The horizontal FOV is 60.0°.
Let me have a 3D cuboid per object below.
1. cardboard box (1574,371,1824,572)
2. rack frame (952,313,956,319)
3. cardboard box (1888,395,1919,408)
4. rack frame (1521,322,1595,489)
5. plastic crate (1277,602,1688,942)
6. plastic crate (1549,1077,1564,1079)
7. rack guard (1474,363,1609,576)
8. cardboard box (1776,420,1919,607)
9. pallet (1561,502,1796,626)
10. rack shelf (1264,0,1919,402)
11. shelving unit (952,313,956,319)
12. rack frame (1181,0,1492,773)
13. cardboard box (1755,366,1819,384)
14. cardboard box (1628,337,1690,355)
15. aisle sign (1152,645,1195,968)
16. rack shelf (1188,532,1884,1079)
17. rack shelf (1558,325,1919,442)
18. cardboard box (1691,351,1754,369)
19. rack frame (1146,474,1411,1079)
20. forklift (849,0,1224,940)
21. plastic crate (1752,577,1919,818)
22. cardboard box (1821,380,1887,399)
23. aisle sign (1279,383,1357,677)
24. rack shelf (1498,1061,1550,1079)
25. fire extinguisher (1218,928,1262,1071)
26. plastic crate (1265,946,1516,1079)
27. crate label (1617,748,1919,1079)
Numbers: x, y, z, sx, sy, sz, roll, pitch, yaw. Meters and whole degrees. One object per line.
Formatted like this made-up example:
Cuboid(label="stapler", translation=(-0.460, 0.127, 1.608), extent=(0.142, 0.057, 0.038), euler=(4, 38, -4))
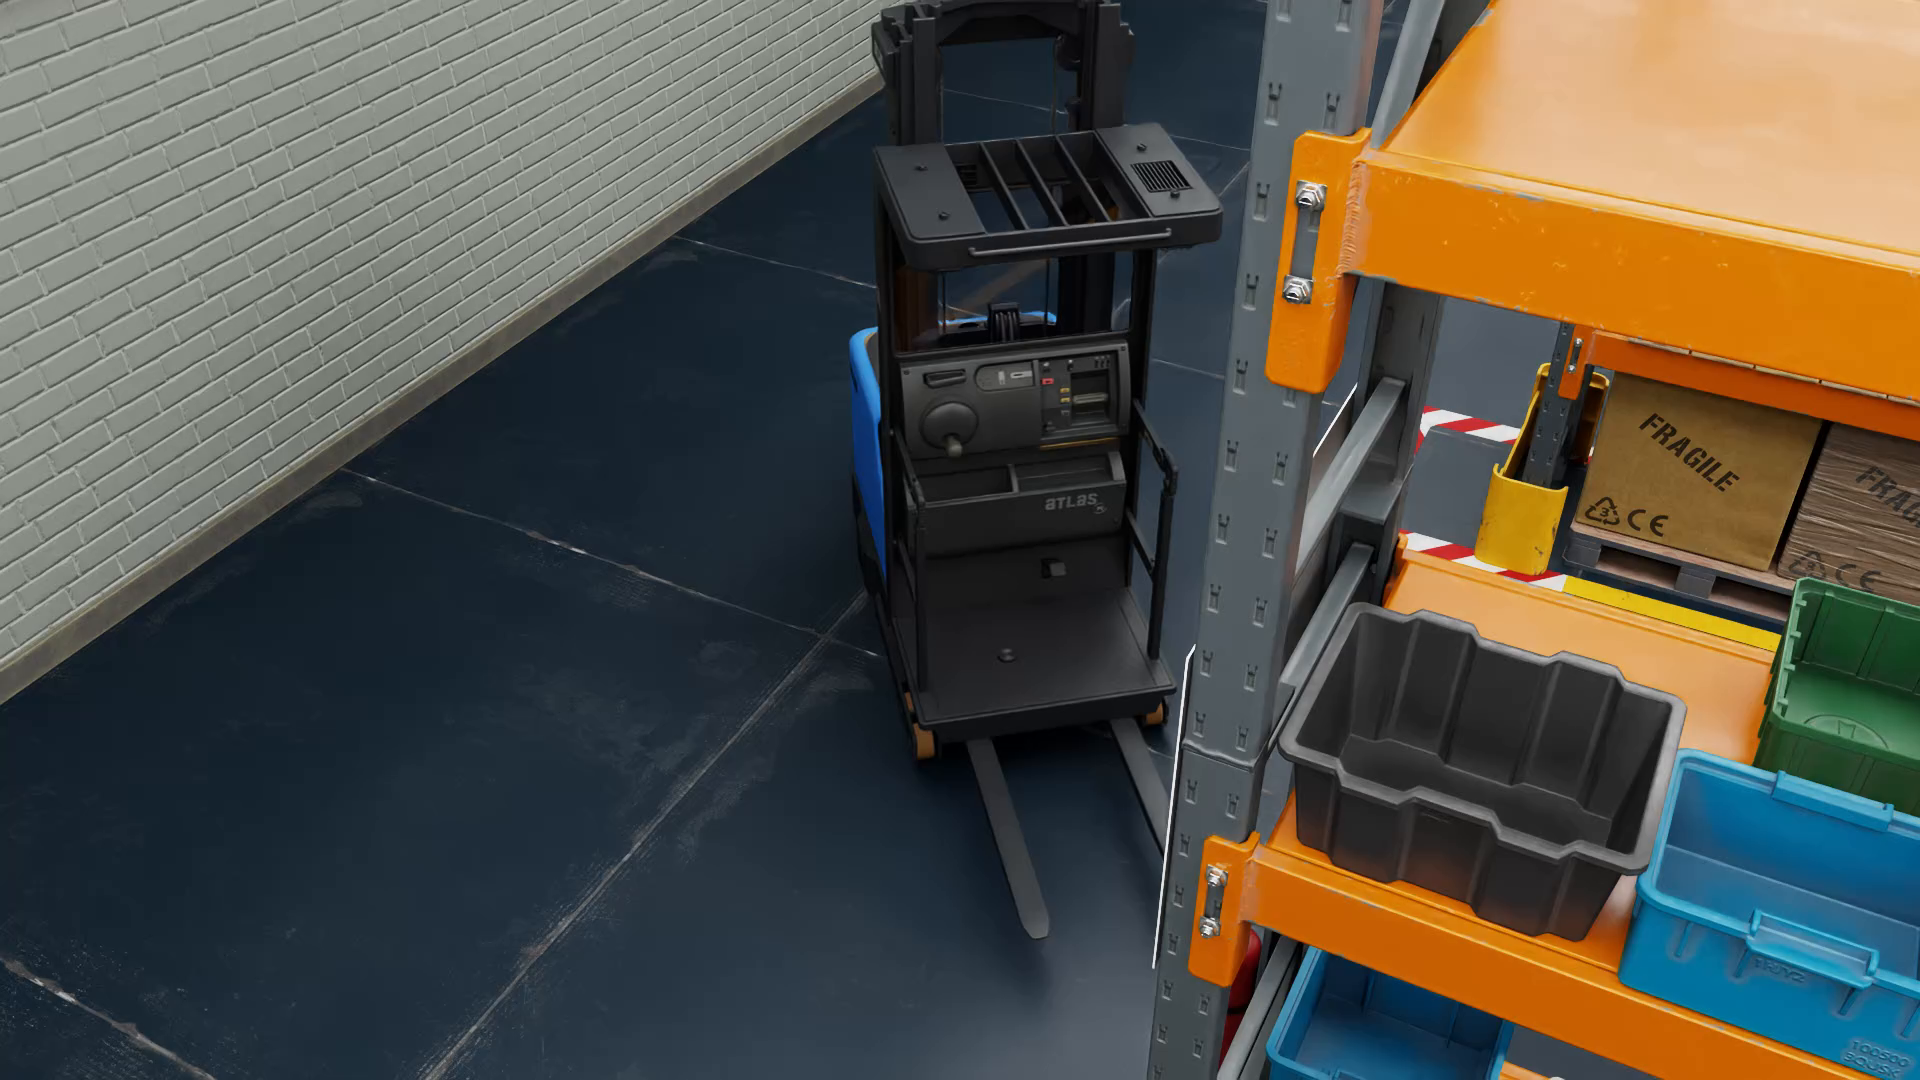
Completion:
Cuboid(label="cardboard box", translation=(3.545, -0.547, 7.900), extent=(0.875, 0.875, 0.875), euler=(17, 41, 21))
Cuboid(label="rack frame", translation=(-0.114, -0.721, 8.456), extent=(0.240, 0.900, 0.006), euler=(-27, 45, -31))
Cuboid(label="cardboard box", translation=(4.016, -0.701, 6.900), extent=(0.250, 0.149, 0.380), euler=(17, 40, 21))
Cuboid(label="rack frame", translation=(2.939, -1.361, 7.562), extent=(0.127, 3.000, 1.000), euler=(17, 41, 21))
Cuboid(label="plastic crate", translation=(0.875, 0.412, 2.854), extent=(0.590, 0.269, 0.497), euler=(17, 41, 21))
Cuboid(label="plastic crate", translation=(1.469, 1.509, 3.950), extent=(0.243, 0.136, 0.396), euler=(17, 41, 21))
Cuboid(label="rack guard", translation=(2.918, -0.372, 8.327), extent=(0.348, 0.500, 1.175), euler=(17, 41, 21))
Cuboid(label="cardboard box", translation=(4.353, -0.294, 7.567), extent=(0.875, 0.875, 0.875), euler=(17, 41, 21))
Cuboid(label="pallet", translation=(3.685, -0.070, 8.168), extent=(1.213, 0.211, 1.003), euler=(17, 41, 21))
Cuboid(label="rack shelf", translation=(2.438, -0.090, 1.851), extent=(4.000, 0.370, 1.077), euler=(17, 41, 21))
Cuboid(label="shelving unit", translation=(-0.048, -0.674, 8.394), extent=(0.258, 0.900, 0.210), euler=(-27, 45, -31))
Cuboid(label="rack frame", translation=(0.662, -1.092, 2.245), extent=(0.127, 3.000, 1.000), euler=(17, 41, 21))
Cuboid(label="cardboard box", translation=(3.559, -0.844, 7.088), extent=(0.250, 0.149, 0.380), euler=(16, 40, 20))
Cuboid(label="cardboard box", translation=(3.103, -0.985, 7.275), extent=(0.250, 0.149, 0.380), euler=(18, 41, 22))
Cuboid(label="aisle sign", translation=(0.461, 0.402, 3.089), extent=(0.004, 0.787, 0.394), euler=(17, 41, 21))
Cuboid(label="rack shelf", translation=(2.438, 0.946, 2.637), extent=(4.000, 0.370, 1.077), euler=(17, 41, 21))
Cuboid(label="rack shelf", translation=(4.715, -0.519, 7.047), extent=(4.000, 0.370, 1.077), euler=(17, 41, 21))
Cuboid(label="cardboard box", translation=(3.331, -0.915, 7.182), extent=(0.250, 0.149, 0.380), euler=(17, 40, 21))
Cuboid(label="rack frame", translation=(0.662, 1.298, 4.059), extent=(0.127, 3.000, 1.000), euler=(17, 41, 21))
Cuboid(label="forklift", translation=(0.273, -0.488, 6.469), extent=(1.130, 2.935, 3.031), euler=(-7, 38, -10))
Cuboid(label="plastic crate", translation=(1.669, 0.309, 3.057), extent=(0.336, 0.188, 0.450), euler=(17, 41, 21))
Cuboid(label="cardboard box", translation=(3.791, -0.772, 6.994), extent=(0.250, 0.149, 0.380), euler=(17, 40, 21))
Cuboid(label="aisle sign", translation=(0.733, 0.085, 3.507), extent=(0.004, 0.787, 0.394), euler=(17, 41, 21))
Cuboid(label="rack shelf", translation=(2.438, 2.141, 3.544), extent=(4.000, 0.370, 1.077), euler=(17, 41, 21))
Cuboid(label="fire extinguisher", translation=(0.737, 1.191, 4.572), extent=(0.183, 0.674, 0.296), euler=(17, 41, 21))
Cuboid(label="plastic crate", translation=(1.045, 1.253, 4.040), extent=(0.499, 0.435, 0.616), euler=(17, 41, 21))
Cuboid(label="crate label", translation=(1.332, 0.592, 2.631), extent=(0.502, 0.251, 0.408), euler=(17, 41, 21))
